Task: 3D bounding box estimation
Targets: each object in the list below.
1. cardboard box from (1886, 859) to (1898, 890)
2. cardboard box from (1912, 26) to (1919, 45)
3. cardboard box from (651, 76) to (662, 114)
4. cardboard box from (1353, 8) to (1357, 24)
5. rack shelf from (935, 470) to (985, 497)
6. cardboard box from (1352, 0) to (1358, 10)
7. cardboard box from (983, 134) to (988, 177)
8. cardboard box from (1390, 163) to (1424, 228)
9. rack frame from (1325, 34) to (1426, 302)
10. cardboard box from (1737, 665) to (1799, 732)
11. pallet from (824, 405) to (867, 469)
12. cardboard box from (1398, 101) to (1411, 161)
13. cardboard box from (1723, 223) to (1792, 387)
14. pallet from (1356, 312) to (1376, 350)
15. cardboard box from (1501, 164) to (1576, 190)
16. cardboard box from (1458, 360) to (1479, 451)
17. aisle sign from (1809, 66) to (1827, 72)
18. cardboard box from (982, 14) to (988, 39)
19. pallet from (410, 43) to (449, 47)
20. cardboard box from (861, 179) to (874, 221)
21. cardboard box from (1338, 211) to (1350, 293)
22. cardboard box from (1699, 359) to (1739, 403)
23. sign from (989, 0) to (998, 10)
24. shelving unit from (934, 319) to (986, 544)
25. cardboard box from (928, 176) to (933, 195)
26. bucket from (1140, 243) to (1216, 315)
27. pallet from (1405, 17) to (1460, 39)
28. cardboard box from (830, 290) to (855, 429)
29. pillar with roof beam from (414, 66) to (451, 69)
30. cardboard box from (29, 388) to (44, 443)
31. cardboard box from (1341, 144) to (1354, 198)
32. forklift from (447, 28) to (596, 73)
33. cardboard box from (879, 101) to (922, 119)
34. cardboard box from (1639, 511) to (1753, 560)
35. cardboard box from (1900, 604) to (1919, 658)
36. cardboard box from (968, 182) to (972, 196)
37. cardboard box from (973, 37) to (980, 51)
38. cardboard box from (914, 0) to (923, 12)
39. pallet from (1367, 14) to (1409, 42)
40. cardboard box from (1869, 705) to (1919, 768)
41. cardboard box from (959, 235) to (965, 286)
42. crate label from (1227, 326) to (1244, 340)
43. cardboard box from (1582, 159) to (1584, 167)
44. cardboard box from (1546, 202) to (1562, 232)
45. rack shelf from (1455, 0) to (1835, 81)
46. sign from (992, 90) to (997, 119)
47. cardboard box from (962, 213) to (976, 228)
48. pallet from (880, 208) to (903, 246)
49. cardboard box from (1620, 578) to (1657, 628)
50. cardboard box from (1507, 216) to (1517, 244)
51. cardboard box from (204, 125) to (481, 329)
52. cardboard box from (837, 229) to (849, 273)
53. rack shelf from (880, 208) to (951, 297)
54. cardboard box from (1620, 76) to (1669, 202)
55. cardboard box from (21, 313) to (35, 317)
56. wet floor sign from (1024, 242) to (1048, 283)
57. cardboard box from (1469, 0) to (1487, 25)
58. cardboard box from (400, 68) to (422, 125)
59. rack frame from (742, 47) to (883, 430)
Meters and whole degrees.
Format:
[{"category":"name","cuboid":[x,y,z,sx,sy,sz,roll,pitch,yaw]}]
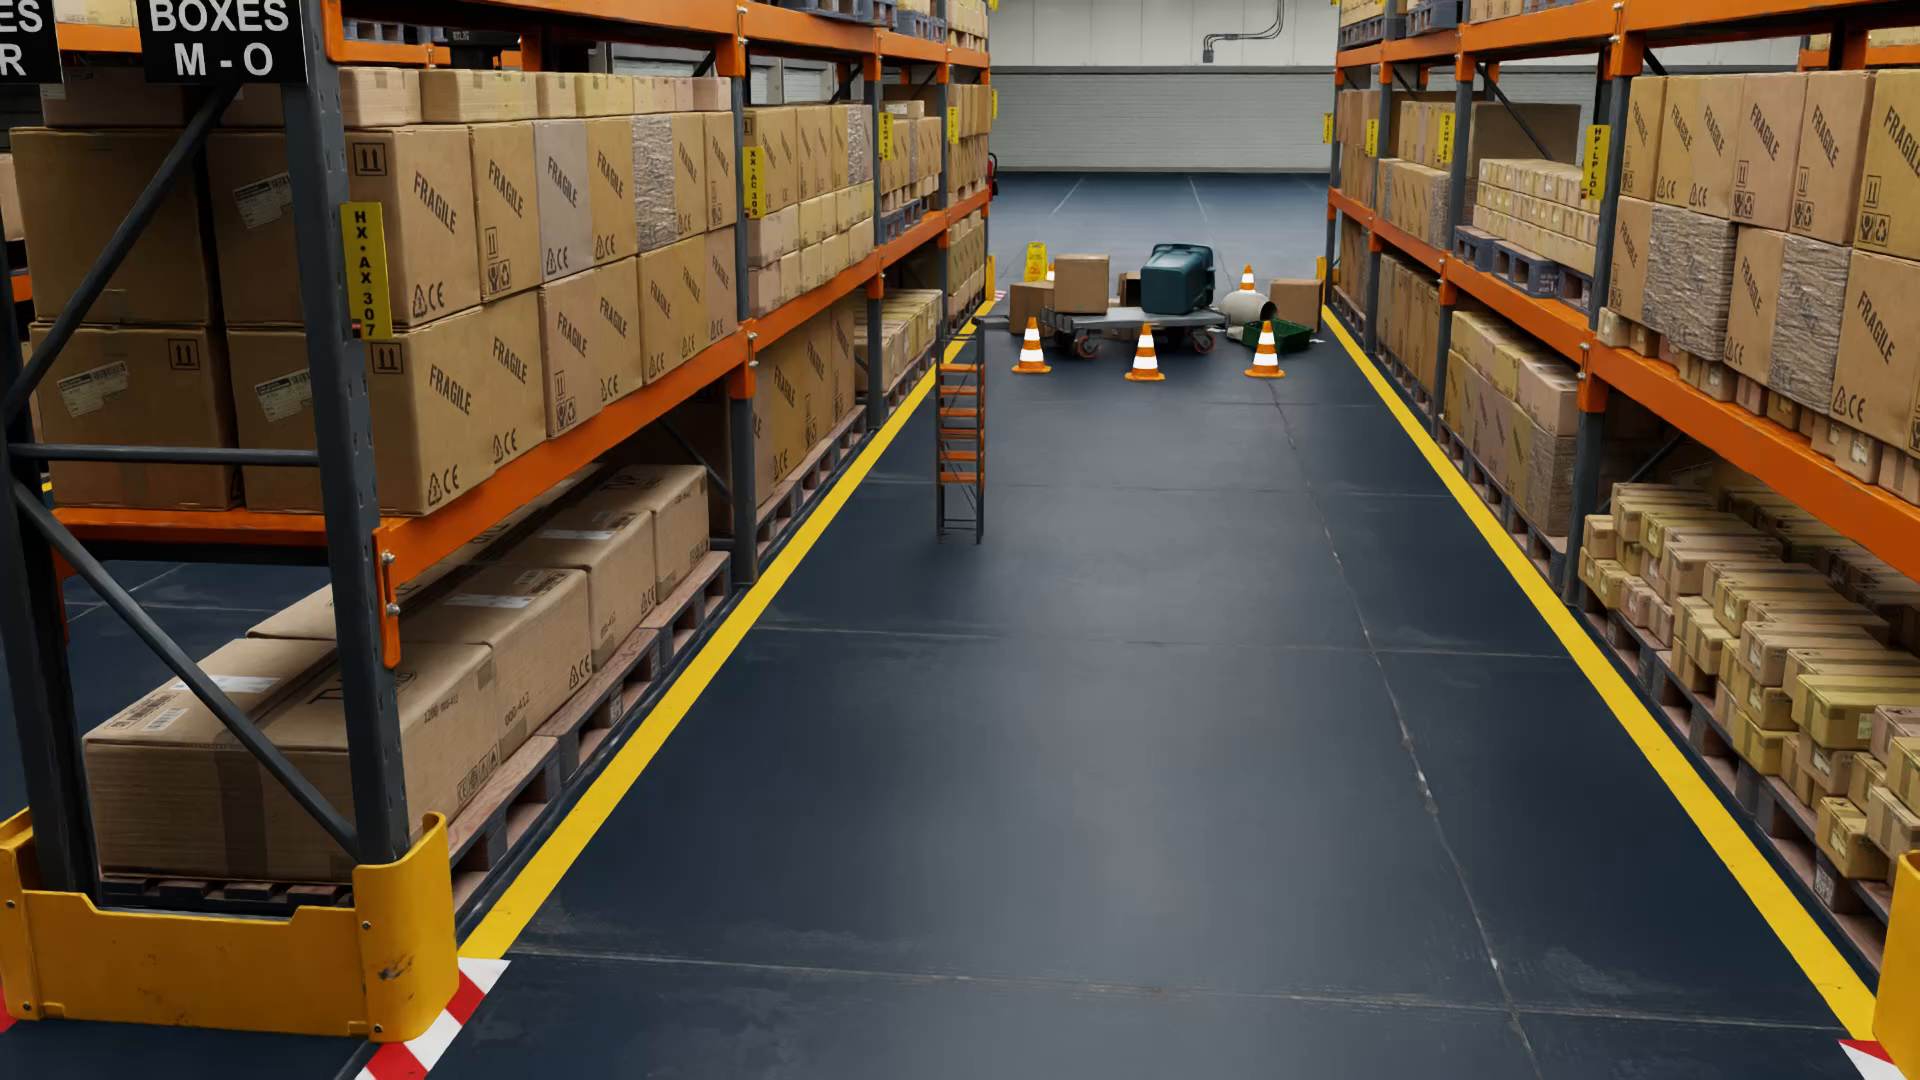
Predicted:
[{"category":"cardboard box","cuboid":[2.809,0.945,4.578,0.380,0.149,0.250,2,15,7]},{"category":"cardboard box","cuboid":[9.089,-4.663,15.200,0.500,0.250,0.500,2,15,8]},{"category":"cardboard box","cuboid":[-1.426,-1.802,6.730,0.380,0.149,0.250,2,15,6]},{"category":"cardboard box","cuboid":[4.263,-5.407,17.149,0.380,0.149,0.250,2,15,6]},{"category":"rack shelf","cuboid":[0.002,-0.308,9.094,0.258,0.103,0.180,2,15,6]},{"category":"cardboard box","cuboid":[4.341,-5.626,17.195,0.500,0.250,0.500,2,15,6]},{"category":"cardboard box","cuboid":[0.045,-4.398,18.920,0.500,0.500,0.500,1,15,5]},{"category":"cardboard box","cuboid":[3.869,-2.857,13.791,0.500,0.500,0.500,2,15,6]},{"category":"rack frame","cuboid":[4.762,-4.236,19.080,1.000,3.000,0.127,2,15,6]},{"category":"cardboard box","cuboid":[2.835,0.529,5.546,0.380,0.149,0.250,2,15,7]},{"category":"pallet","cuboid":[-1.234,-0.732,11.465,1.003,0.211,1.213,2,15,6]},{"category":"cardboard box","cuboid":[4.261,-3.600,14.623,0.700,0.500,0.500,1,15,5]},{"category":"cardboard box","cuboid":[2.929,-0.796,5.598,0.500,0.500,0.500,2,15,9]},{"category":"pallet","cuboid":[4.474,-2.047,16.328,1.003,0.211,1.213,2,15,6]},{"category":"cardboard box","cuboid":[3.525,-2.213,10.138,0.380,0.149,0.250,1,15,4]},{"category":"cardboard box","cuboid":[3.473,-0.850,10.545,0.500,0.500,0.500,2,15,7]},{"category":"aisle sign","cuboid":[9.388,-5.343,18.195,0.394,0.787,0.004,2,15,6]},{"category":"cardboard box","cuboid":[0.042,-5.734,18.591,0.500,0.250,0.500,2,15,6]},{"category":"pallet","cuboid":[-5.341,-5.406,17.830,1.003,0.211,1.213,2,15,6]},{"category":"cardboard box","cuboid":[-0.872,-2.316,11.311,0.500,0.250,0.500,2,15,6]},{"category":"cardboard box","cuboid":[4.751,-3.235,18.645,0.875,0.875,0.875,2,15,7]},{"category":"cardboard box","cuboid":[2.951,-0.595,6.098,0.380,0.149,0.250,2,15,9]},{"category":"sign","cuboid":[0.382,-6.209,18.935,0.100,0.325,0.005,2,15,6]},{"category":"shelving unit","cuboid":[0.002,-0.583,9.019,0.258,1.200,0.189,2,15,6]},{"category":"cardboard box","cuboid":[-0.443,-3.122,14.638,0.380,0.149,0.250,1,15,5]},{"category":"bucket","cuboid":[2.036,-2.455,15.854,0.726,0.611,0.620,7,27,25]},{"category":"pallet","cuboid":[4.256,-4.315,13.992,0.805,0.209,1.217,1,15,4]},{"category":"cardboard box","cuboid":[-1.231,-1.281,11.418,0.875,0.875,0.875,2,15,6]},{"category":"pillar with roof beam","cuboid":[-1.797,-7.116,18.238,9.100,9.000,0.400,2,15,6]},{"category":"cardboard box","cuboid":[-6.065,-0.771,10.250,0.500,0.500,0.500,1,15,5]},{"category":"cardboard box","cuboid":[4.537,-3.926,17.646,0.875,0.550,0.550,2,15,6]},{"category":"forklift","cuboid":[-3.288,-2.175,11.589,3.031,2.935,1.130,13,20,40]},{"category":"cardboard box","cuboid":[-0.519,-3.648,14.099,0.380,0.149,0.250,1,15,4]},{"category":"cardboard box","cuboid":[3.094,-0.017,6.996,0.380,0.149,0.250,1,15,5]},{"category":"cardboard box","cuboid":[3.482,0.333,5.703,0.380,0.149,0.250,2,15,7]},{"category":"cardboard box","cuboid":[-0.072,-3.797,17.938,0.380,0.149,0.250,2,15,6]},{"category":"cardboard box","cuboid":[0.011,-5.448,18.297,0.380,0.149,0.250,2,15,8]},{"category":"cardboard box","cuboid":[-0.603,-4.609,14.198,0.500,0.250,0.500,2,15,7]},{"category":"pallet","cuboid":[4.414,-4.815,15.647,1.003,0.211,1.213,2,15,6]},{"category":"cardboard box","cuboid":[2.850,0.592,4.743,0.380,0.149,0.250,2,15,7]},{"category":"cardboard box","cuboid":[-0.235,-2.839,16.943,0.500,0.500,0.500,2,15,9]},{"category":"crate label","cuboid":[2.794,-2.037,16.433,0.298,0.136,0.250,-10,18,-32]},{"category":"cardboard box","cuboid":[4.260,-2.389,10.787,0.380,0.149,0.250,1,15,4]},{"category":"cardboard box","cuboid":[3.374,-1.729,8.915,0.380,0.149,0.250,1,15,3]},{"category":"rack shelf","cuboid":[3.634,-2.743,9.191,1.077,0.370,4.000,2,15,6]},{"category":"sign","cuboid":[0.382,-5.045,19.250,0.100,0.325,0.005,2,15,6]},{"category":"cardboard box","cuboid":[-0.036,-3.460,17.994,0.380,0.149,0.250,2,15,9]},{"category":"pallet","cuboid":[-1.096,-2.376,12.569,1.213,0.211,1.003,2,15,6]},{"category":"cardboard box","cuboid":[3.041,0.270,7.073,0.380,0.149,0.250,2,15,6]},{"category":"cardboard box","cuboid":[3.492,-1.853,9.946,0.380,0.149,0.250,2,15,8]},{"category":"cardboard box","cuboid":[-1.636,-0.853,4.461,0.500,0.500,0.500,1,15,5]},{"category":"cardboard box","cuboid":[-0.984,-1.806,10.382,0.500,0.250,0.500,2,15,6]},{"category":"rack shelf","cuboid":[-0.845,-2.452,13.861,1.077,0.370,4.000,2,15,6]},{"category":"cardboard box","cuboid":[3.115,-1.688,6.981,0.500,0.500,0.500,2,15,8]},{"category":"cardboard box","cuboid":[-6.428,-1.541,11.855,0.380,0.149,0.250,2,15,8]},{"category":"wet floor sign","cuboid":[0.917,-3.236,19.895,0.267,0.644,0.232,7,17,25]},{"category":"cardboard box","cuboid":[3.531,-3.517,10.483,0.500,0.500,0.500,2,15,6]},{"category":"cardboard box","cuboid":[-1.699,-1.204,4.517,0.380,0.149,0.250,2,15,8]},{"category":"rack frame","cuboid":[-1.070,-2.280,11.849,1.000,3.000,0.127,2,15,6]}]
